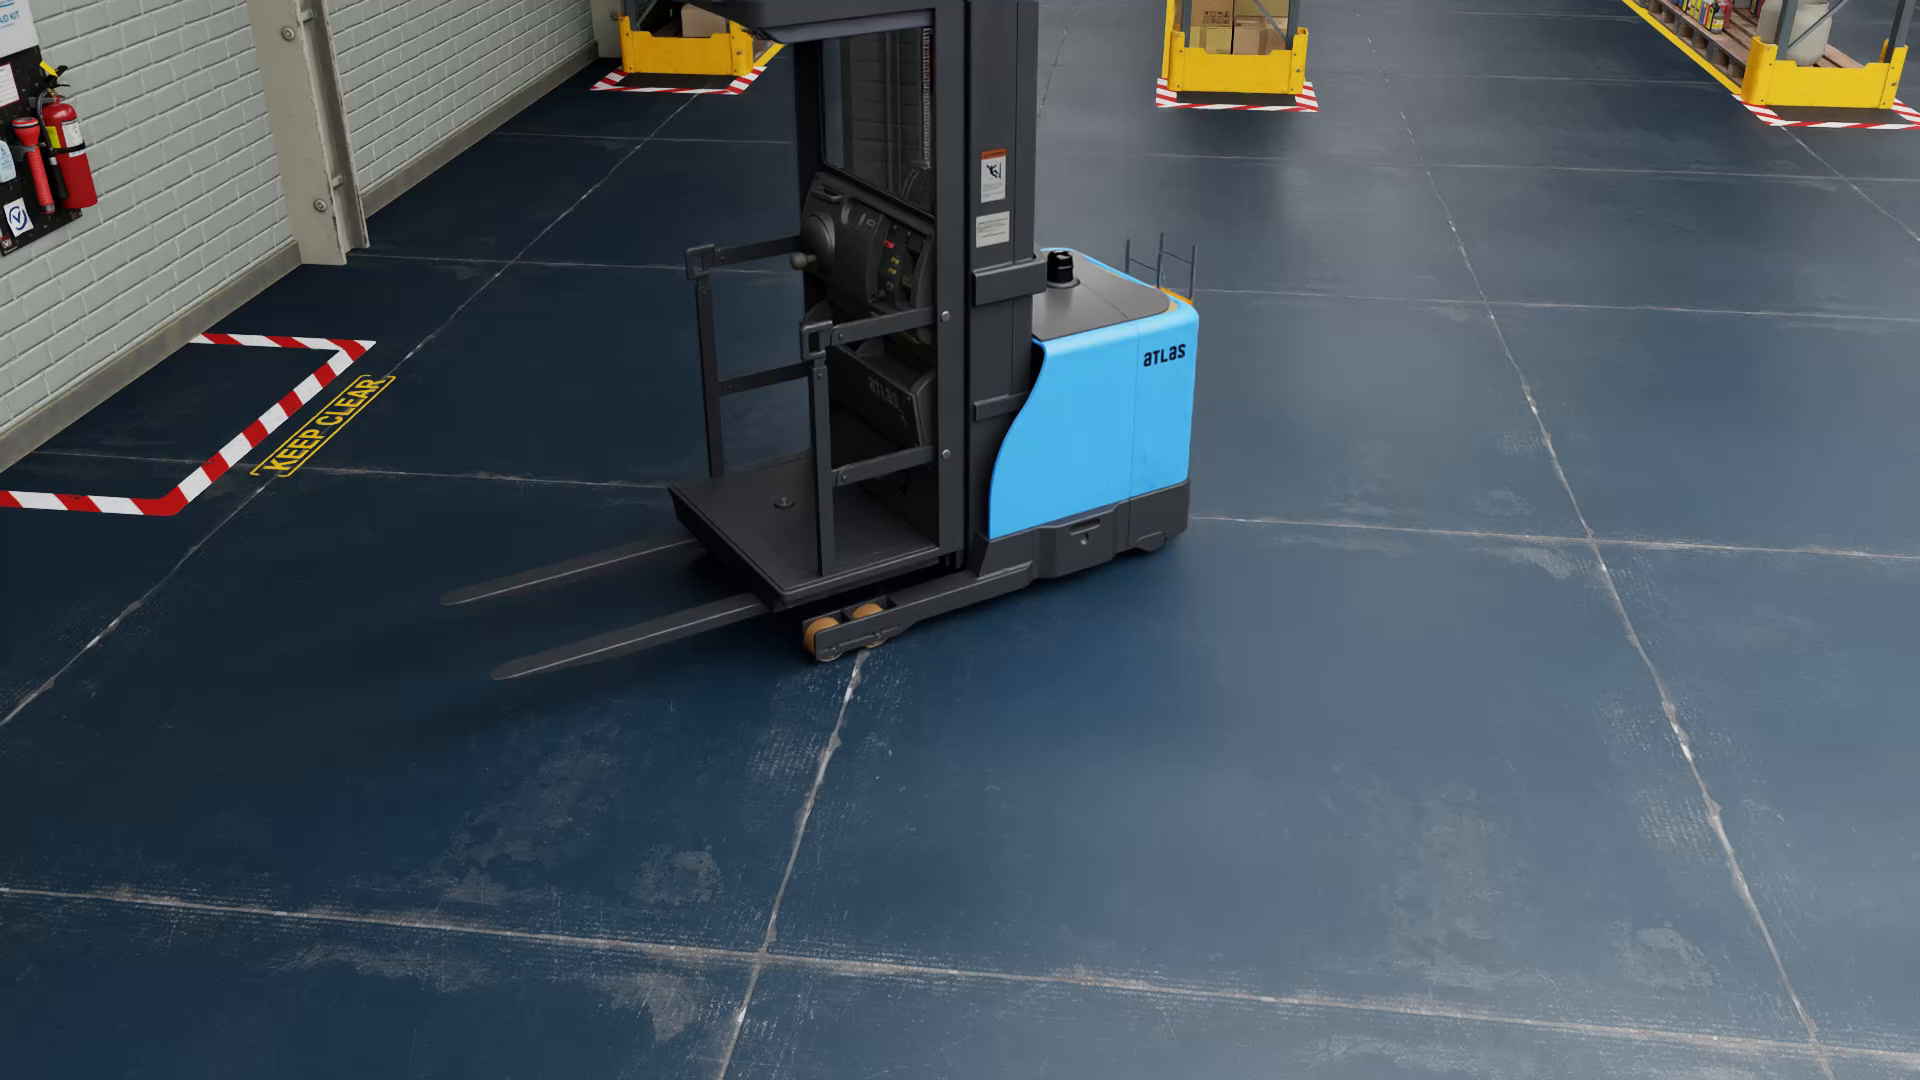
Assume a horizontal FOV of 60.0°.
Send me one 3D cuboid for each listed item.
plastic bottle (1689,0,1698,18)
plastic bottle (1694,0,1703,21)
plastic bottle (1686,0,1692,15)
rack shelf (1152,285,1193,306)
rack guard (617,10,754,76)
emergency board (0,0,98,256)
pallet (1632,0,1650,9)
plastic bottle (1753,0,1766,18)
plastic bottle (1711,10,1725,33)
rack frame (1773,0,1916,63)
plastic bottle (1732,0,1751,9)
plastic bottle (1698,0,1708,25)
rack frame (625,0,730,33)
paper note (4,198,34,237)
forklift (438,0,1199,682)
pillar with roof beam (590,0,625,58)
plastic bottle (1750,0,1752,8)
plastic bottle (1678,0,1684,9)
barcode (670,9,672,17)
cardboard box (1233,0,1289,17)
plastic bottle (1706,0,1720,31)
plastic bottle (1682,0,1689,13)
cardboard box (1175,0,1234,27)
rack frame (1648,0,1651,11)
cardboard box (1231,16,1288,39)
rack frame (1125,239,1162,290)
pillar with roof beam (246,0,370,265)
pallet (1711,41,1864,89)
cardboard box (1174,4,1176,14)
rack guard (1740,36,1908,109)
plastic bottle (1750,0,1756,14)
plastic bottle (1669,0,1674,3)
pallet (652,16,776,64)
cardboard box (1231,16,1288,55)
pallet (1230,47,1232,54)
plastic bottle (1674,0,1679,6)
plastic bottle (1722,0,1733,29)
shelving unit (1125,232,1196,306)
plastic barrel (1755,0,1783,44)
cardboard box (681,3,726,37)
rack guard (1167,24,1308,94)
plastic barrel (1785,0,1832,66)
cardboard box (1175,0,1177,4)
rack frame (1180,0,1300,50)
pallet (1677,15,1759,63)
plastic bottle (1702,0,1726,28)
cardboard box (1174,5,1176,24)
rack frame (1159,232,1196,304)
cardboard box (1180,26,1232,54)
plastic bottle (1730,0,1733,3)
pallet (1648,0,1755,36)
[{"bbox_3d":[7.236,-5.285,16.227,0.144,0.351,0.185,3,28,6],"label":"plastic bottle"},{"bbox_3d":[7.213,-5.198,16.065,0.144,0.351,0.185,5,29,8],"label":"plastic bottle"},{"bbox_3d":[7.230,-5.288,16.389,0.097,0.201,0.097,0,28,0],"label":"plastic bottle"},{"bbox_3d":[0.855,-1.013,7.200,0.180,0.103,0.258,-16,32,-28],"label":"rack shelf"},{"bbox_3d":[-2.491,-4.531,15.133,1.175,0.500,0.348,3,28,6],"label":"rack guard"},{"bbox_3d":[-4.349,-1.990,7.781,0.194,1.169,0.643,3,28,6],"label":"emergency board"},{"bbox_3d":[7.880,-6.047,18.252,1.003,0.211,1.213,3,28,6],"label":"pallet"},{"bbox_3d":[7.836,-5.268,16.266,0.061,0.283,0.133,3,28,6],"label":"plastic bottle"},{"bbox_3d":[7.122,-4.872,15.617,0.097,0.201,0.097,0,28,0],"label":"plastic bottle"},{"bbox_3d":[7.332,-5.020,13.405,1.000,3.000,0.127,3,28,6],"label":"rack frame"},{"bbox_3d":[7.855,-5.484,16.674,0.152,0.276,0.135,3,28,6],"label":"plastic bottle"},{"bbox_3d":[7.197,-5.087,15.937,0.152,0.276,0.135,3,28,5],"label":"plastic bottle"},{"bbox_3d":[-2.501,-5.596,14.474,1.000,3.000,0.127,3,28,6],"label":"rack frame"},{"bbox_3d":[-4.439,-1.523,7.843,0.016,0.148,0.142,3,28,6],"label":"paper note"},{"bbox_3d":[-0.536,-1.111,6.221,3.031,2.935,1.130,-16,32,-28],"label":"forklift"},{"bbox_3d":[0.999,-8.366,13.292,9.100,9.000,0.400,3,28,6],"label":"pillar with roof beam"},{"bbox_3d":[8.005,-5.520,16.663,0.144,0.351,0.185,2,28,4],"label":"plastic bottle"},{"bbox_3d":[7.288,-5.486,16.599,0.144,0.351,0.185,2,28,4],"label":"plastic bottle"},{"bbox_3d":[-2.721,-4.962,15.659,0.001,0.075,0.075,3,28,6],"label":"barcode"},{"bbox_3d":[2.762,-5.089,15.199,0.500,0.500,0.500,3,28,6],"label":"cardboard box"},{"bbox_3d":[7.118,-4.964,15.701,0.061,0.283,0.133,4,29,7],"label":"plastic bottle"},{"bbox_3d":[7.226,-5.381,16.475,0.061,0.283,0.133,5,29,8],"label":"plastic bottle"},{"bbox_3d":[2.187,-4.884,14.818,0.500,0.500,0.500,3,28,6],"label":"cardboard box"},{"bbox_3d":[7.822,-6.903,16.900,1.000,3.000,0.127,3,28,6],"label":"rack frame"},{"bbox_3d":[2.760,-4.759,15.377,0.500,0.250,0.500,3,28,6],"label":"cardboard box"},{"bbox_3d":[0.778,-0.713,7.308,0.006,1.200,0.240,-16,32,-28],"label":"rack frame"},{"bbox_3d":[0.264,-5.542,8.049,9.100,9.000,0.400,3,28,6],"label":"pillar with roof beam"},{"bbox_3d":[7.399,-4.213,14.847,1.003,0.211,1.213,3,28,6],"label":"pallet"},{"bbox_3d":[2.297,-5.025,15.871,0.500,0.250,0.500,3,28,6],"label":"cardboard box"},{"bbox_3d":[7.294,-3.958,14.070,1.175,0.500,0.348,3,28,6],"label":"rack guard"},{"bbox_3d":[7.861,-5.332,16.385,0.061,0.283,0.133,3,28,6],"label":"plastic bottle"},{"bbox_3d":[7.335,-5.619,16.925,0.152,0.276,0.135,4,29,8],"label":"plastic bottle"},{"bbox_3d":[-2.357,-4.784,15.908,1.003,0.211,1.213,3,28,6],"label":"pallet"},{"bbox_3d":[2.703,-4.523,14.940,0.500,0.250,0.500,3,28,6],"label":"cardboard box"},{"bbox_3d":[2.468,-4.444,15.277,1.003,0.211,1.213,3,28,6],"label":"pallet"},{"bbox_3d":[7.311,-5.574,16.764,0.144,0.351,0.185,4,29,8],"label":"plastic bottle"},{"bbox_3d":[7.285,-5.019,15.803,0.061,0.283,0.133,3,28,6],"label":"plastic bottle"},{"bbox_3d":[0.855,-0.735,7.350,0.189,1.200,0.258,-16,32,-28],"label":"shelving unit"},{"bbox_3d":[7.398,-4.660,14.917,0.421,0.512,0.421,0,28,0],"label":"plastic barrel"},{"bbox_3d":[-2.327,-4.926,15.602,0.500,0.311,0.500,0,28,0],"label":"cardboard box"},{"bbox_3d":[2.413,-4.198,14.515,1.175,0.500,0.348,3,28,6],"label":"rack guard"},{"bbox_3d":[7.337,-4.424,14.479,0.421,0.512,0.421,0,28,0],"label":"plastic barrel"},{"bbox_3d":[2.295,-5.355,15.694,0.500,0.500,0.500,3,28,6],"label":"cardboard box"},{"bbox_3d":[2.416,-5.310,13.943,1.000,3.000,0.127,3,28,6],"label":"rack frame"},{"bbox_3d":[7.551,-4.786,15.910,1.003,0.211,1.213,3,28,6],"label":"pallet"},{"bbox_3d":[7.180,-5.022,15.816,0.152,0.276,0.135,4,29,7],"label":"plastic bottle"},{"bbox_3d":[2.238,-4.790,15.434,0.500,0.250,0.500,3,28,6],"label":"cardboard box"},{"bbox_3d":[0.933,-0.758,7.393,0.006,1.200,0.240,-16,32,-28],"label":"rack frame"},{"bbox_3d":[2.189,-4.554,14.996,0.500,0.250,0.500,3,28,6],"label":"cardboard box"},{"bbox_3d":[7.886,-5.619,16.846,0.144,0.351,0.185,3,28,6],"label":"plastic bottle"},{"bbox_3d":[7.698,-5.361,16.979,1.003,0.211,1.213,3,28,6],"label":"pallet"}]
